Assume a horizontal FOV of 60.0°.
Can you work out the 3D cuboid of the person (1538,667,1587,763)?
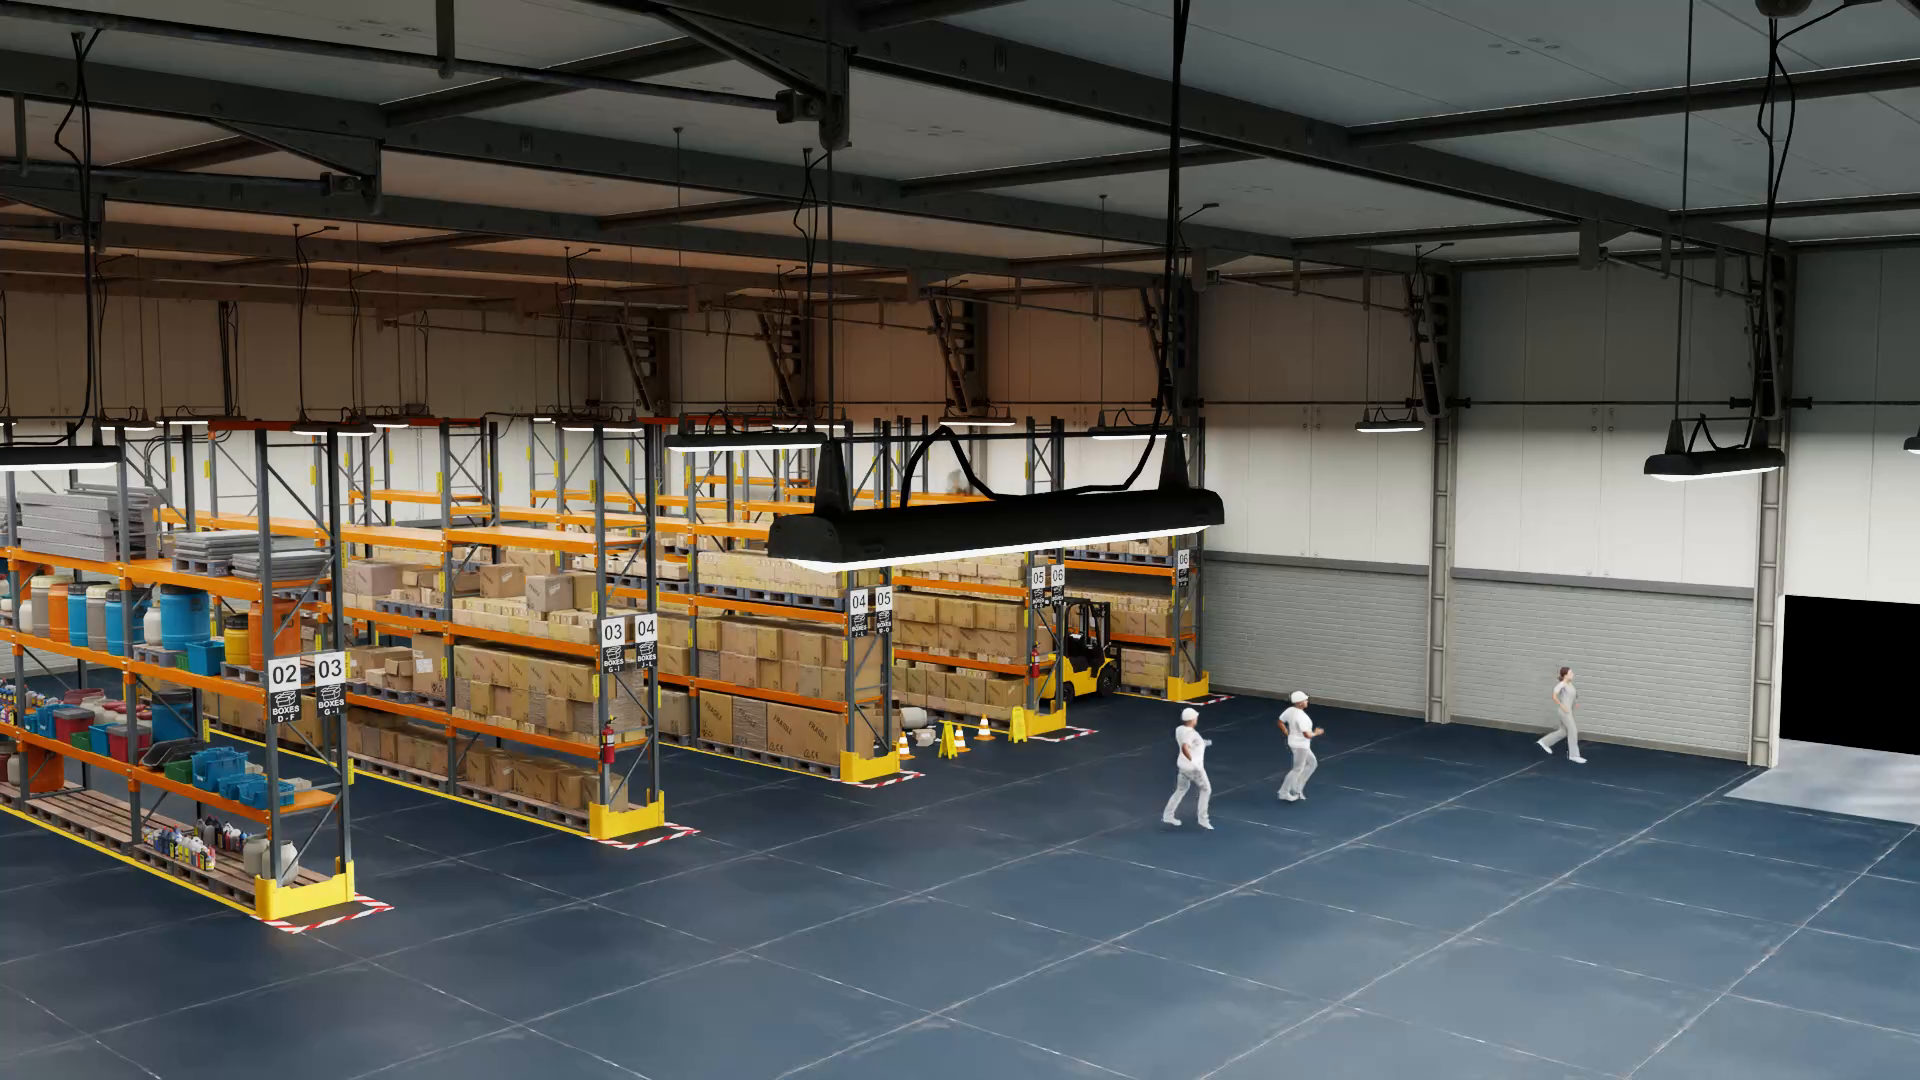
[{"bbox_3d":[10.681,3.066,29.384,0.818,1.675,0.574,3,6,35],"label":"person"}]

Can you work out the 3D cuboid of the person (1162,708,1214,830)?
[{"bbox_3d":[3.388,3.395,24.543,0.799,1.843,0.663,-2,5,-23],"label":"person"}]

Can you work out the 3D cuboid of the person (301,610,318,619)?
[{"bbox_3d":[-15.086,2.286,38.545,0.795,1.775,0.672,1,5,12],"label":"person"}]

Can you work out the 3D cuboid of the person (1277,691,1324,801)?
[{"bbox_3d":[5.382,3.272,26.265,0.711,1.783,0.671,0,5,0],"label":"person"}]
